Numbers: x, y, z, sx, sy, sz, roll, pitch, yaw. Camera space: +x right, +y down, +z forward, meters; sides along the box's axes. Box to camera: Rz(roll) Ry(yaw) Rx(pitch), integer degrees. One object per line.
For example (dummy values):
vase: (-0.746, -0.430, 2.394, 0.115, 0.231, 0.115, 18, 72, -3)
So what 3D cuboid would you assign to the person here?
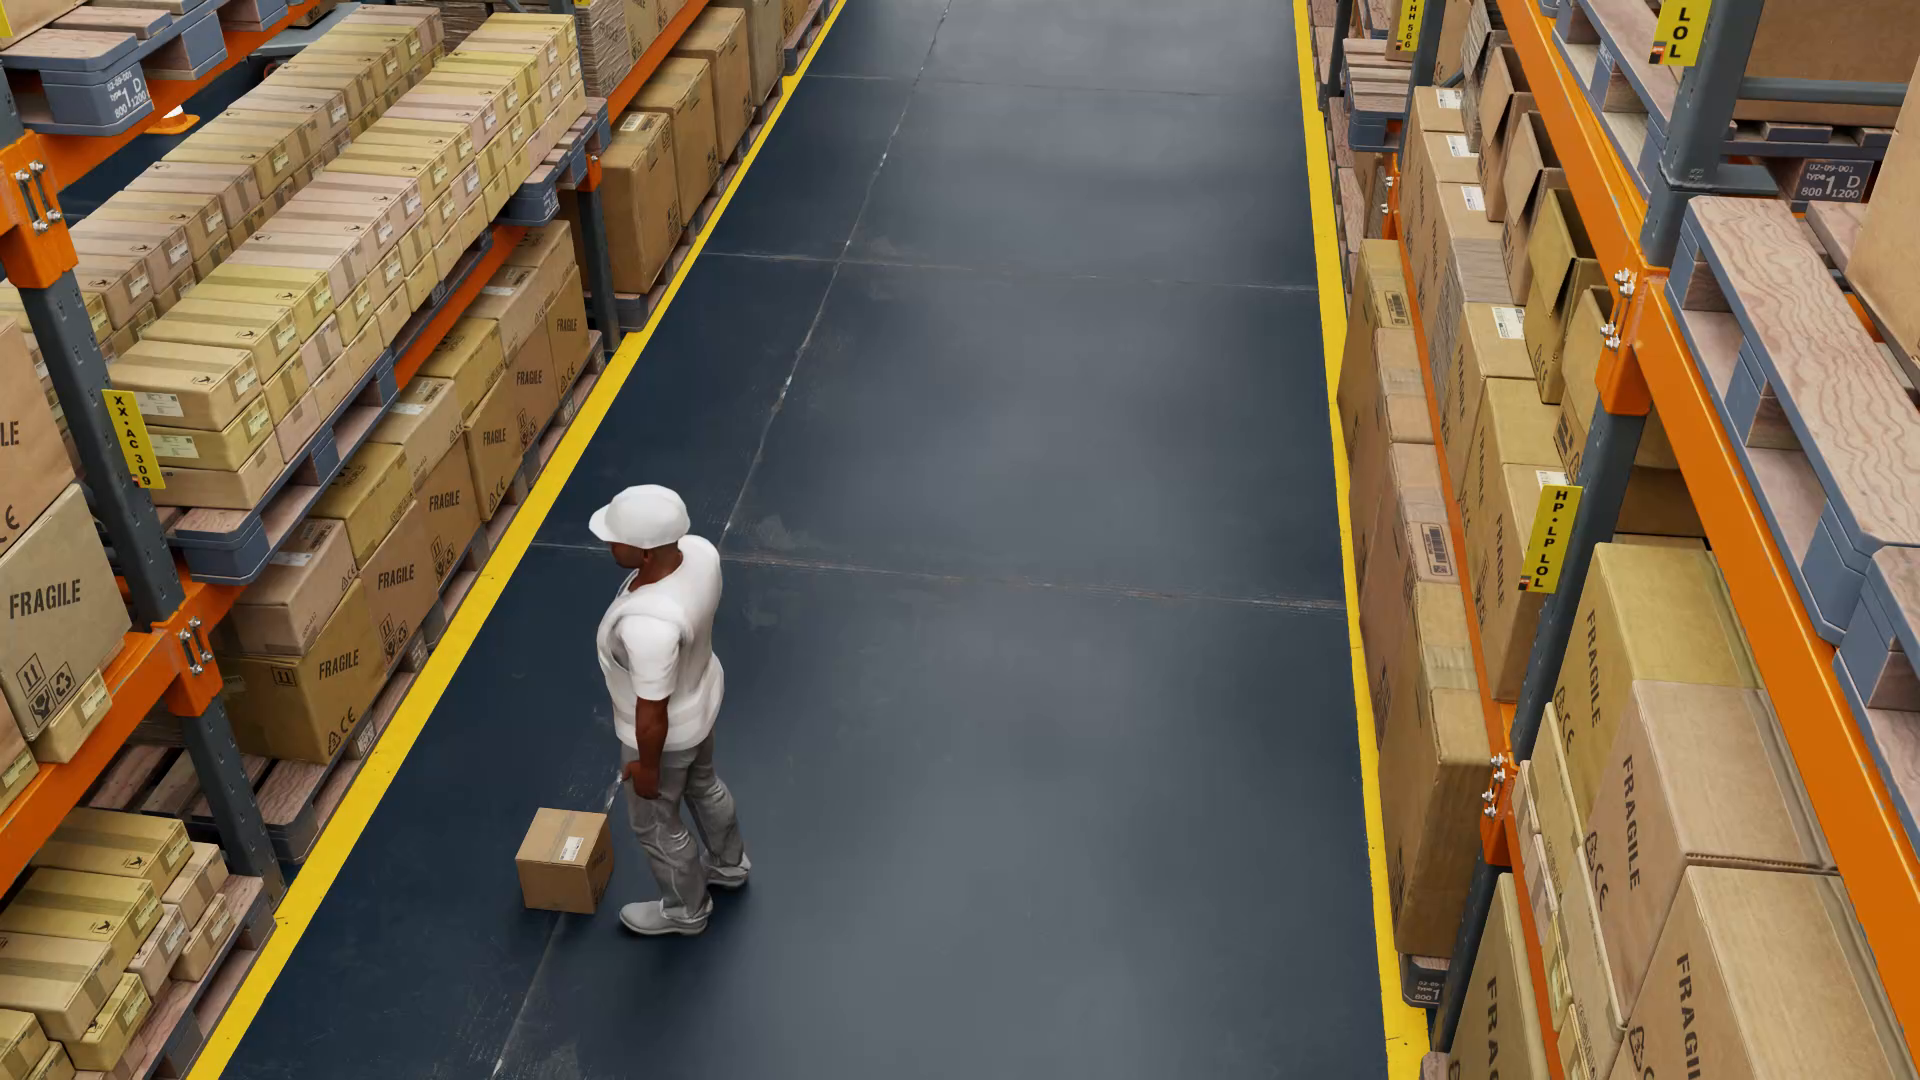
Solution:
person: (-0.957, 0.561, 5.359, 0.411, 1.764, 0.565, 5, 36, 7)
